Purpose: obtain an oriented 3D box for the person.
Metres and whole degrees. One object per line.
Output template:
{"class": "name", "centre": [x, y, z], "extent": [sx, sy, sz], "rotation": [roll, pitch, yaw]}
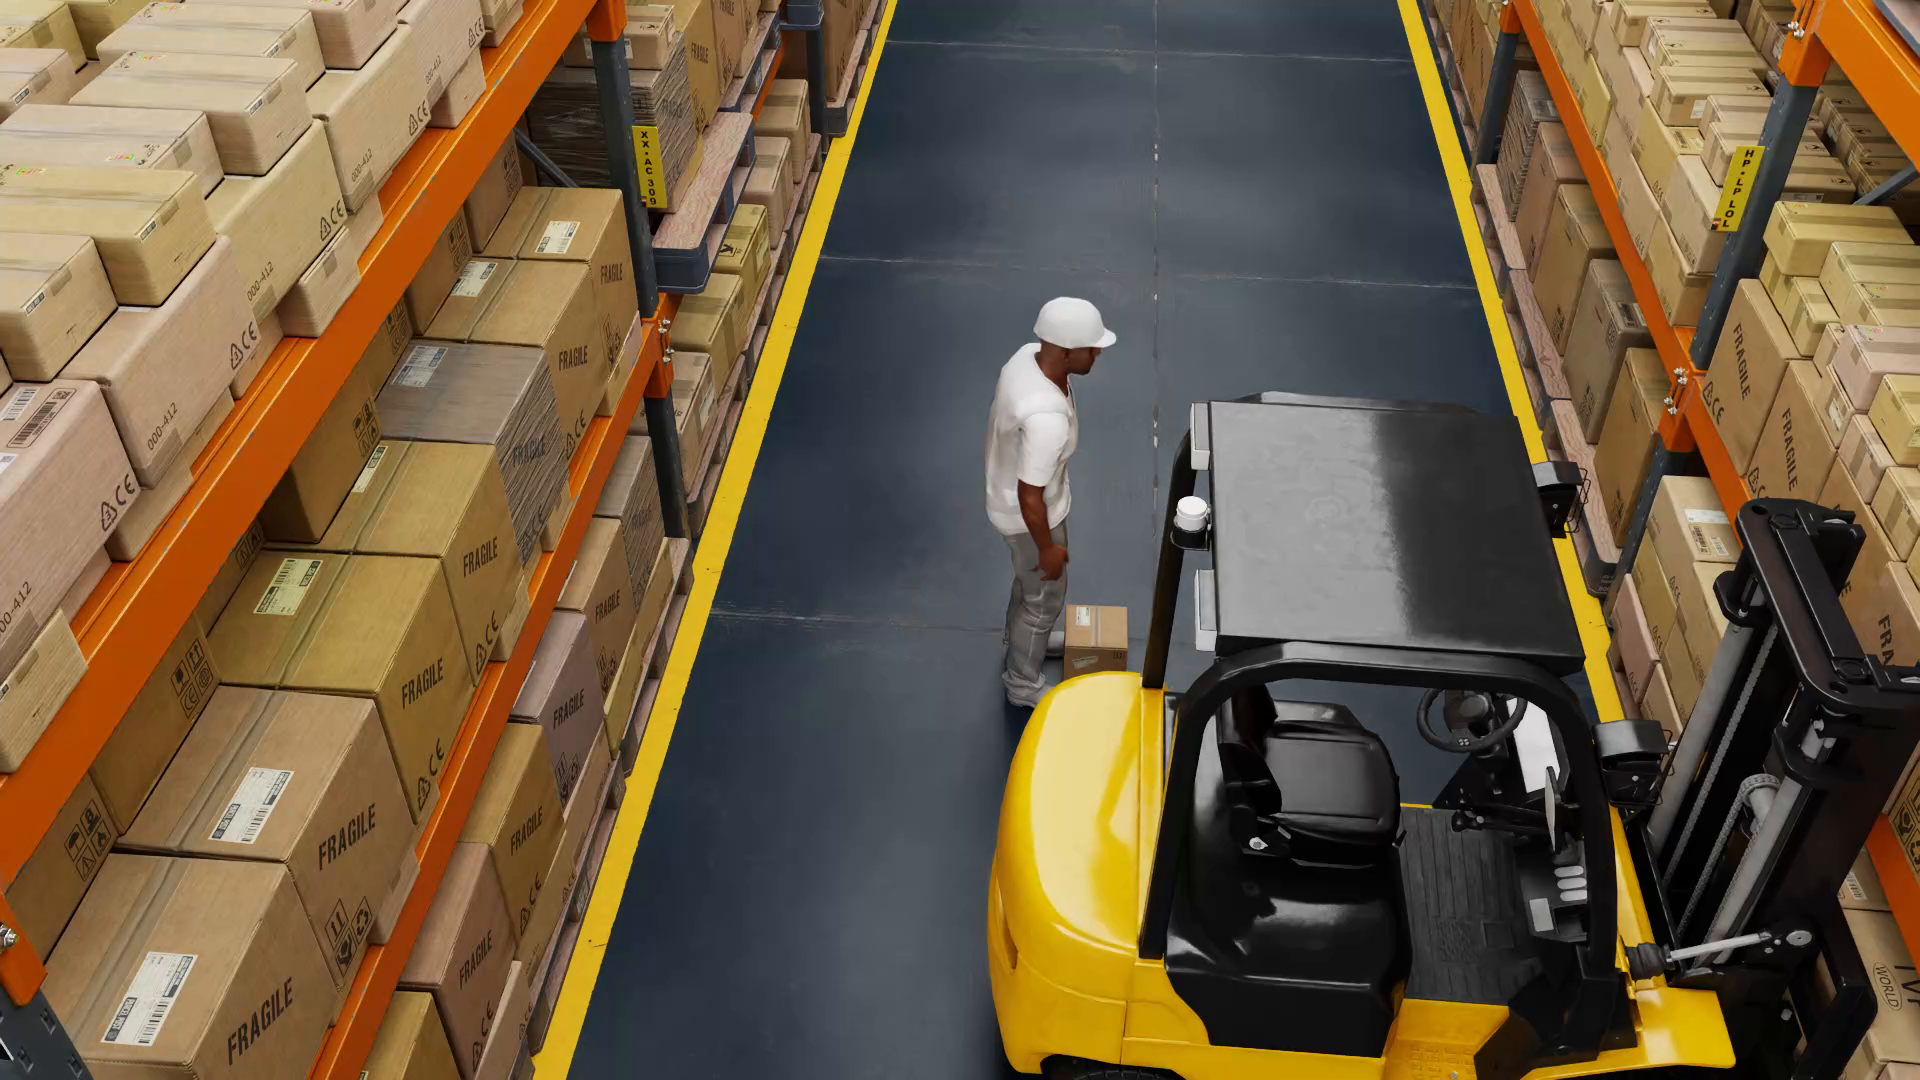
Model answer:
{"class": "person", "centre": [0.318, -0.139, 6.308], "extent": [0.459, 1.760, 0.630], "rotation": [1, 40, 2]}
